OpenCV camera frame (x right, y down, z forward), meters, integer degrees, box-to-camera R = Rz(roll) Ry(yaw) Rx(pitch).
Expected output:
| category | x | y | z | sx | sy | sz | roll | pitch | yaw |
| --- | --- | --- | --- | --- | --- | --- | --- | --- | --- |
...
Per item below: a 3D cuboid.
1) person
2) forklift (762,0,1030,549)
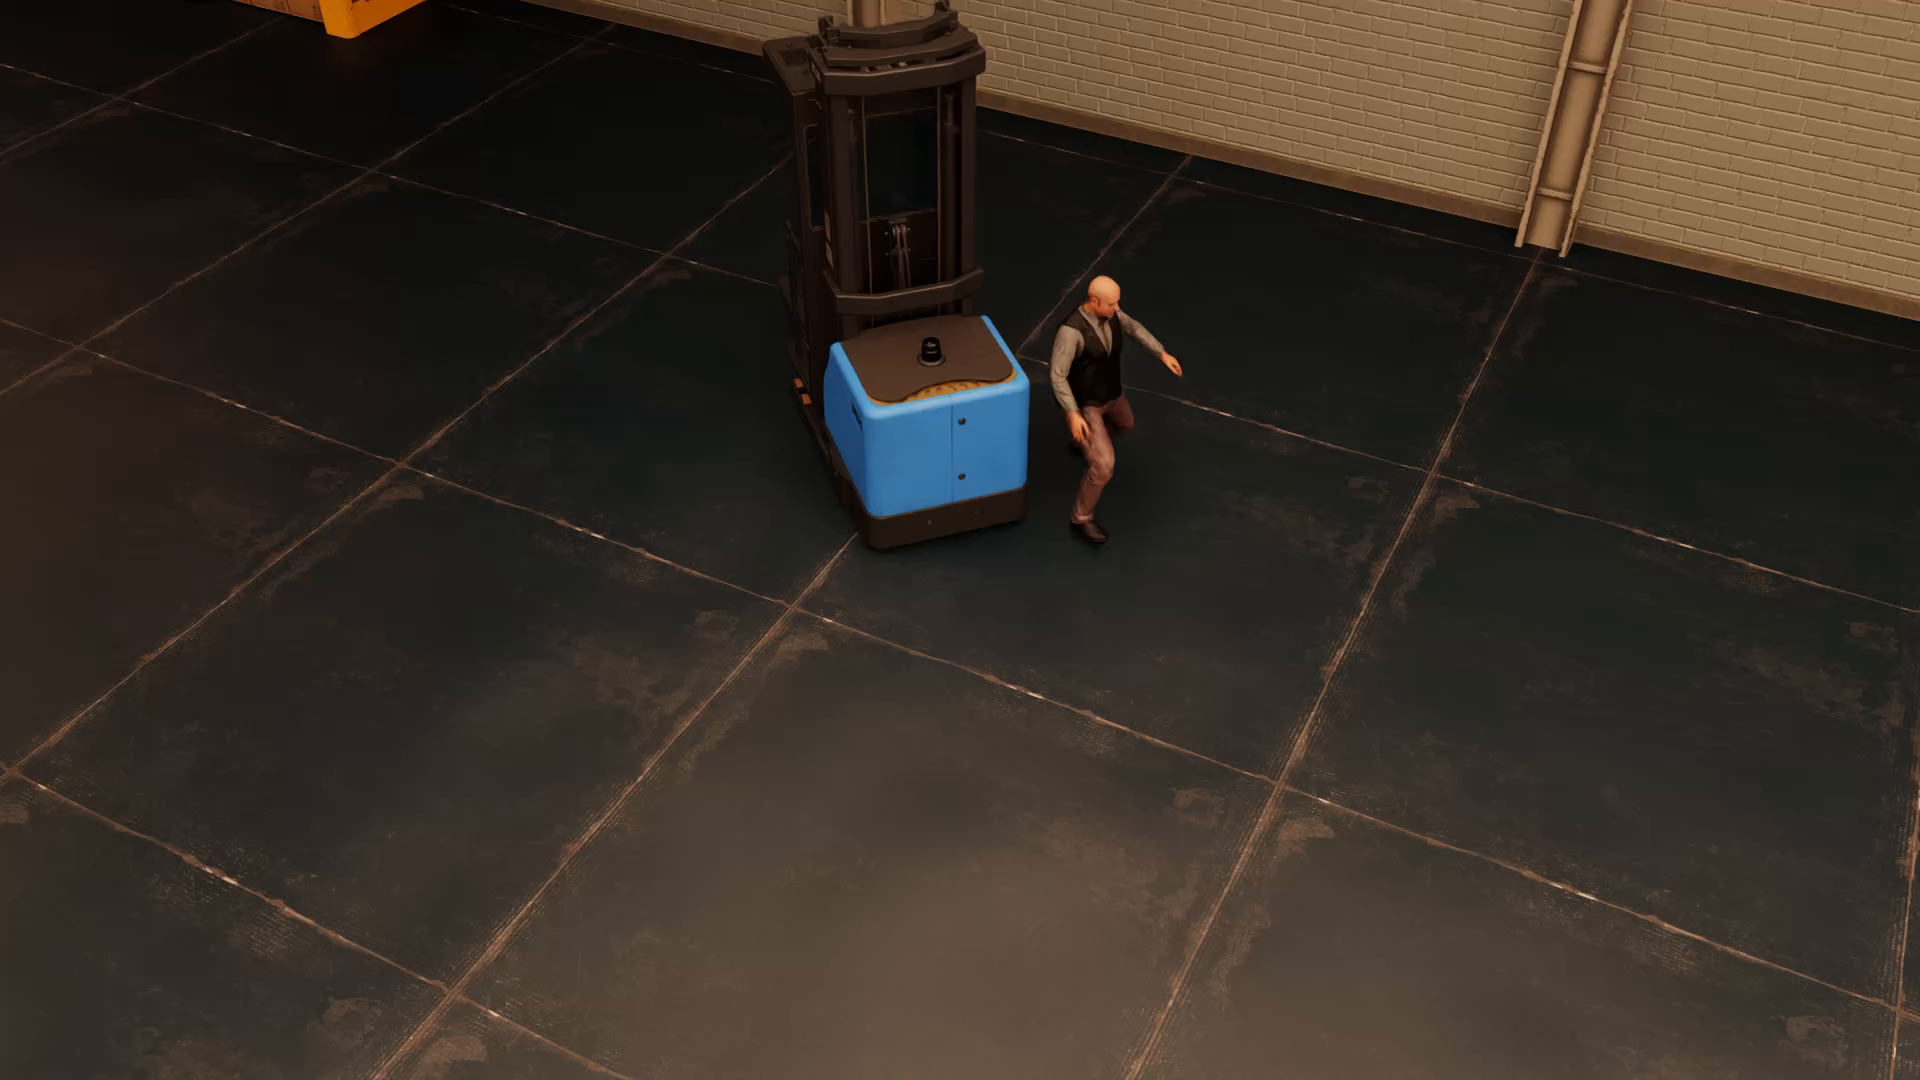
| category | x | y | z | sx | sy | sz | roll | pitch | yaw |
| --- | --- | --- | --- | --- | --- | --- | --- | --- | --- |
| person | 0.877 | -0.886 | 10.151 | 0.812 | 1.609 | 0.975 | 30 | 48 | 30 |
| forklift | -0.530 | -2.025 | 10.391 | 1.130 | 2.935 | 3.031 | -12 | 42 | -14 |
